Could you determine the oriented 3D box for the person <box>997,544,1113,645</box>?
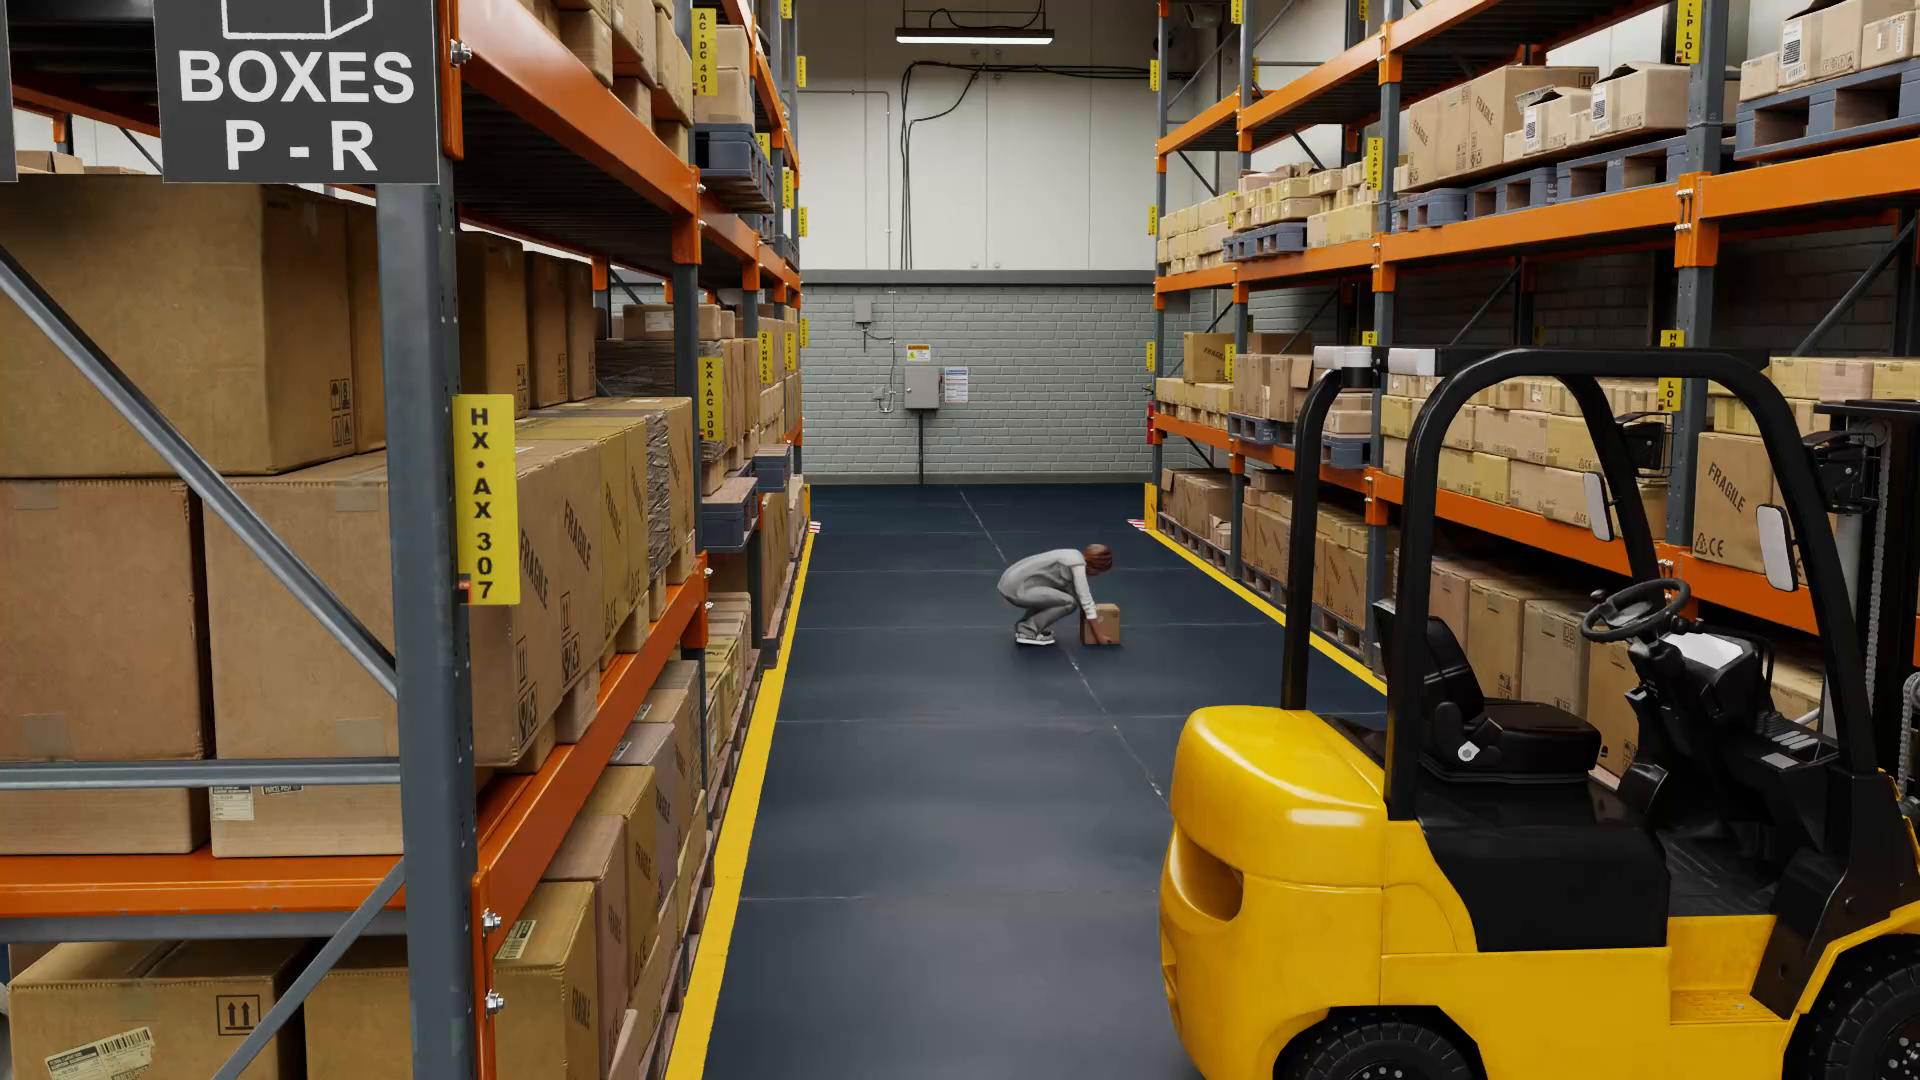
[{"bbox_3d":[0.681,0.414,11.877,0.839,0.762,0.431,-1,7,-5],"label":"person"}]
